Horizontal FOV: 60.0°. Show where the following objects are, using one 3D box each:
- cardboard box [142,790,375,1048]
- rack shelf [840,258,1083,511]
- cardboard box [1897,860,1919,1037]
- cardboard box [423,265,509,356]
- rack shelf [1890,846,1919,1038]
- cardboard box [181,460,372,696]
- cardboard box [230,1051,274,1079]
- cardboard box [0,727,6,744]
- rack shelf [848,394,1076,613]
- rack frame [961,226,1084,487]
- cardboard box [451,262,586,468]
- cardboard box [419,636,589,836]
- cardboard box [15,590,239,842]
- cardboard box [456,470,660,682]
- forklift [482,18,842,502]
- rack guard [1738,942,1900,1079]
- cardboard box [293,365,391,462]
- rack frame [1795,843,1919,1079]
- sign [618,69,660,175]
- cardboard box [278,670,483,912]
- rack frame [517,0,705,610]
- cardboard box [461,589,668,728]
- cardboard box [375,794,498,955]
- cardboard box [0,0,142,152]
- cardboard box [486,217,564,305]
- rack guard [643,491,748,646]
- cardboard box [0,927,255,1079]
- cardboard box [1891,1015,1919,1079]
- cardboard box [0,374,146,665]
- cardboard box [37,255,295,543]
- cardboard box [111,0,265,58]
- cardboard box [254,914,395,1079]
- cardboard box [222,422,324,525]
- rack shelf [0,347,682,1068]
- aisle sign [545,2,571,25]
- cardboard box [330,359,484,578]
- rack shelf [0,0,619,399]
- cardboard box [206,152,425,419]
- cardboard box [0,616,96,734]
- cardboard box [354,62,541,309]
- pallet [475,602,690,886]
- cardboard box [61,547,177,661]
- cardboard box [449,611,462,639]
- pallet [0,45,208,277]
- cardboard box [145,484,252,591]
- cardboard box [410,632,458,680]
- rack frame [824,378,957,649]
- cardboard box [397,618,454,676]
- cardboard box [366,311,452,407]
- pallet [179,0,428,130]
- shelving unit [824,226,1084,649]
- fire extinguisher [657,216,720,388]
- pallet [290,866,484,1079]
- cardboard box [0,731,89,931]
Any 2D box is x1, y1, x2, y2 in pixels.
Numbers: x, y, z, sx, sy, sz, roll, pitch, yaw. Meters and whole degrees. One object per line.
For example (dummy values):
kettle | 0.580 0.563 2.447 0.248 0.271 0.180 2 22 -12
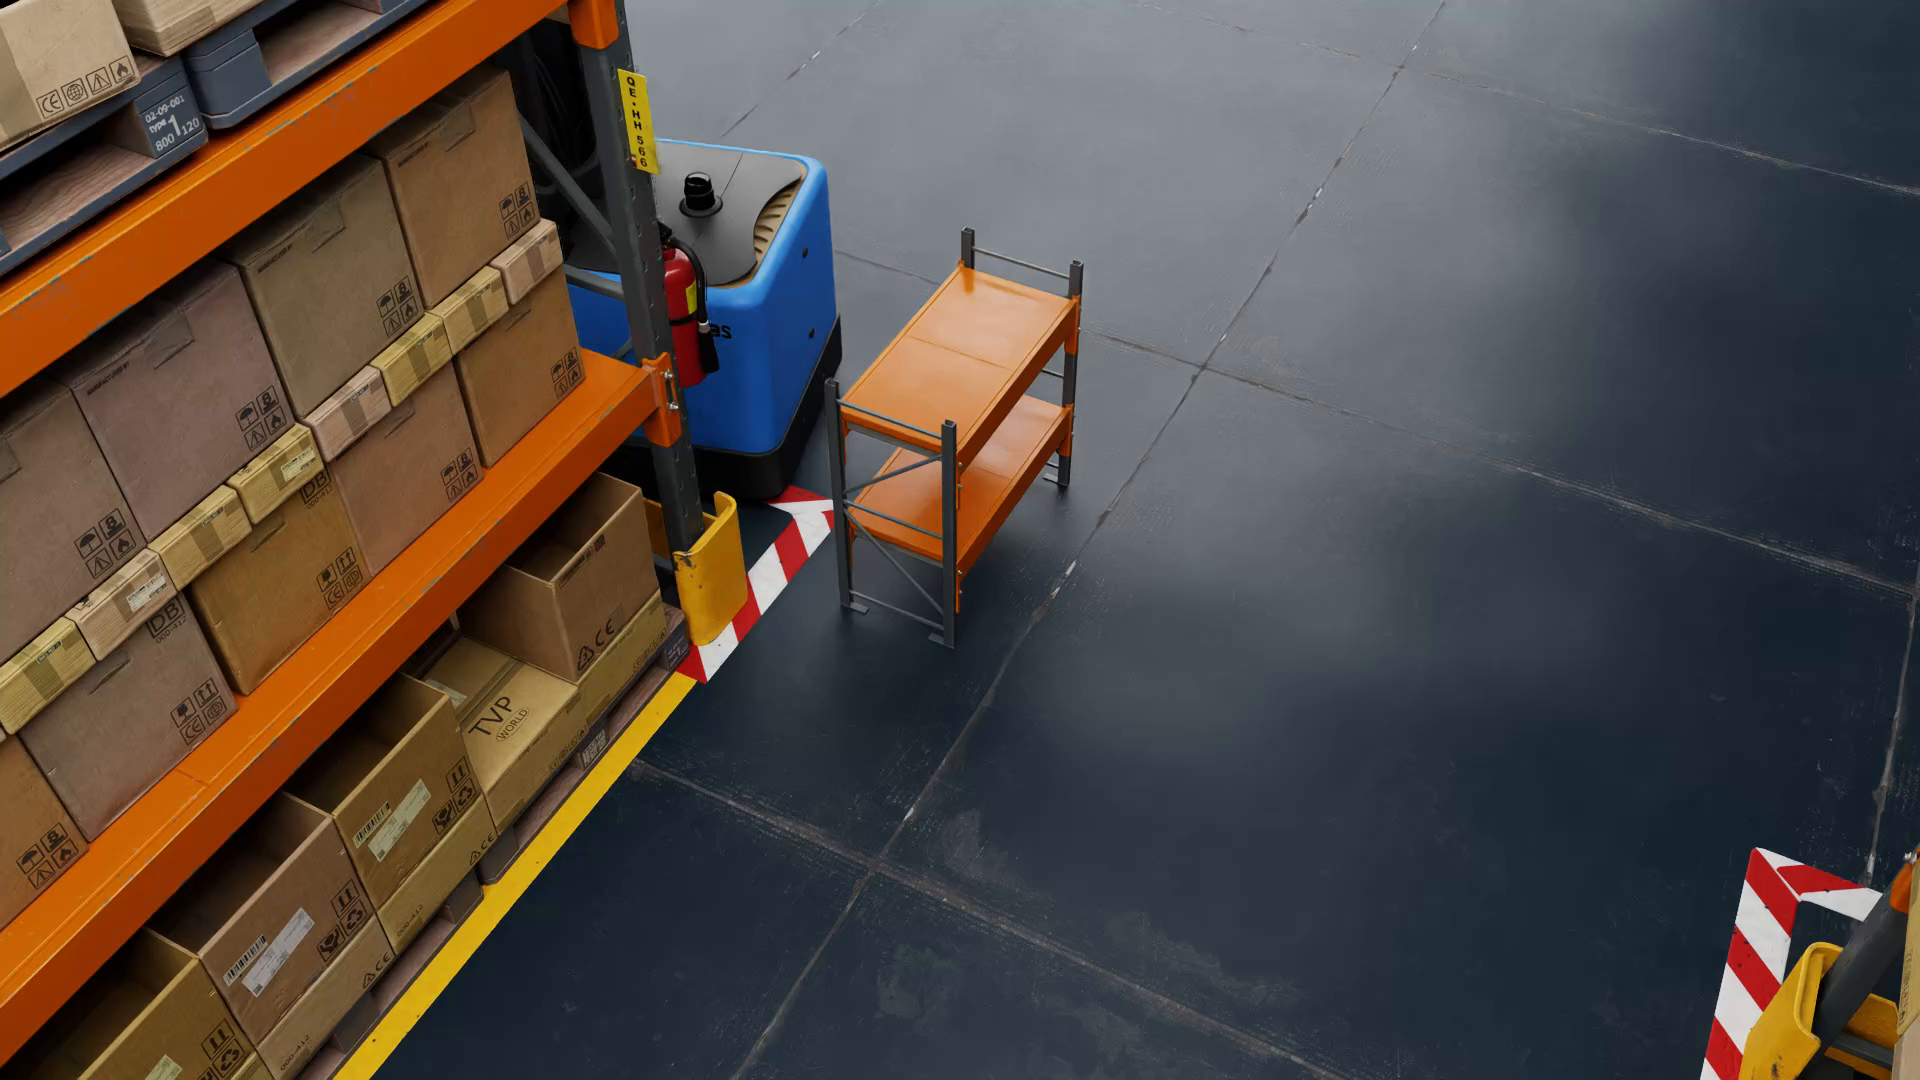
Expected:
cardboard box | -2.086 1.022 4.742 0.500 0.500 0.500 20 49 19
rack shelf | -0.003 -0.597 6.138 0.538 0.278 1.000 20 49 19
cardboard box | 2.465 0.963 3.781 0.500 0.250 0.500 19 48 18
cardboard box | -1.545 -0.713 4.820 0.380 0.149 0.250 22 49 20
rack shelf | 2.044 2.227 2.946 1.077 0.370 4.000 20 49 19
cardboard box | -2.120 -0.021 4.591 0.700 0.500 0.500 21 49 19
cardboard box | -2.316 1.601 4.696 0.500 0.250 0.500 20 49 19
cardboard box | -2.382 0.419 3.700 0.380 0.149 0.250 19 48 18
rack shelf | -0.003 -0.219 6.520 0.538 0.278 1.000 20 49 19
rack frame | 0.233 -0.711 6.662 0.500 1.125 0.032 20 49 19
cardboard box | -1.645 -0.664 5.227 0.700 0.500 0.500 20 49 19
cardboard box | -1.625 0.654 5.632 0.500 0.250 0.500 20 49 19
cardboard box | -2.361 0.312 4.262 0.700 0.500 0.500 22 49 20
cardboard box | -1.402 0.072 5.680 0.500 0.500 0.500 20 49 19
forklift | -2.100 -1.729 6.398 3.031 2.935 1.130 9 46 9
rack guard | 2.938 1.641 4.777 1.175 0.500 0.348 20 49 19
cardboard box | -1.783 -0.394 4.504 0.380 0.149 0.250 21 49 20
rack frame | 2.973 0.714 3.935 1.000 3.000 0.127 20 49 19
sign | -0.942 -1.221 4.867 0.100 0.325 0.005 20 49 19
cardboard box | -1.853 0.707 5.053 0.500 0.500 0.500 20 49 19
rack frame | -1.417 -0.919 5.549 1.000 3.000 0.127 20 49 19
cardboard box | -1.404 0.335 5.948 0.500 0.250 0.500 20 49 19
cardboard box | -1.856 0.970 5.320 0.500 0.250 0.500 20 49 19
cardboard box | -1.976 -0.976 3.166 0.500 0.311 0.500 26 51 23
cardboard box | -1.425 -0.879 4.983 0.380 0.149 0.250 20 49 18
rack guard | -1.405 -0.055 6.453 1.175 0.500 0.348 20 49 19
cardboard box | -2.317 1.337 4.430 0.500 0.500 0.500 20 49 19
cardboard box | 2.237 1.294 3.453 0.500 0.250 0.500 19 48 18
cardboard box | -2.374 -0.120 3.778 0.700 0.500 0.500 20 49 19
cardboard box | -2.142 -0.436 4.090 0.700 0.500 0.500 21 49 19
cardboard box | -1.718 -1.305 3.534 0.500 0.250 0.500 20 49 19
cardboard box | -2.089 1.284 5.010 0.500 0.250 0.500 20 49 19
cardboard box | -1.904 -0.229 4.341 0.380 0.149 0.250 22 49 20
rack shelf | -2.345 0.594 4.560 1.077 0.370 4.000 20 49 19
aisle sign | -1.126 -1.777 4.570 0.394 0.787 0.004 20 49 19
cardboard box | -1.884 -0.332 4.899 0.700 0.500 0.500 22 49 20
rack shelf | -2.345 -0.461 3.493 1.077 0.370 4.000 20 49 19
cardboard box | -1.908 -0.754 4.404 0.700 0.500 0.500 19 48 18
cardboard box | -2.261 0.255 3.862 0.380 0.149 0.250 20 49 19
cardboard box | -1.669 -1.087 4.733 0.700 0.500 0.500 21 49 19
pallet | -1.734 0.557 6.051 1.003 0.211 1.213 20 49 19
cardboard box | -2.143 0.099 4.016 0.380 0.149 0.250 20 49 19
cardboard box | -1.863 0.164 6.117 0.500 0.250 0.500 20 49 19
pallet | -2.333 -0.734 3.320 1.003 0.211 1.213 20 49 19
cardboard box | -2.025 -0.062 4.176 0.380 0.149 0.250 22 49 20
cardboard box | -2.091 0.481 5.804 0.500 0.250 0.500 20 49 19
rack frame | -0.239 -0.071 6.029 0.500 1.125 0.032 20 49 19
cardboard box | -2.093 0.216 5.538 0.500 0.500 0.500 20 49 19
cardboard box | -1.664 -0.552 4.660 0.380 0.149 0.250 20 49 18
pallet | -1.768 -1.505 4.082 1.003 0.211 1.213 20 49 19
shelving unit | -0.003 -0.391 6.346 0.538 1.125 1.048 20 49 19
fire extinguisher | -0.950 -0.813 5.499 0.296 0.674 0.183 20 49 19
pallet | -2.302 1.322 5.294 1.003 0.211 1.213 20 49 19
cardboard box | -2.598 0.635 3.943 0.700 0.500 0.500 21 49 20
